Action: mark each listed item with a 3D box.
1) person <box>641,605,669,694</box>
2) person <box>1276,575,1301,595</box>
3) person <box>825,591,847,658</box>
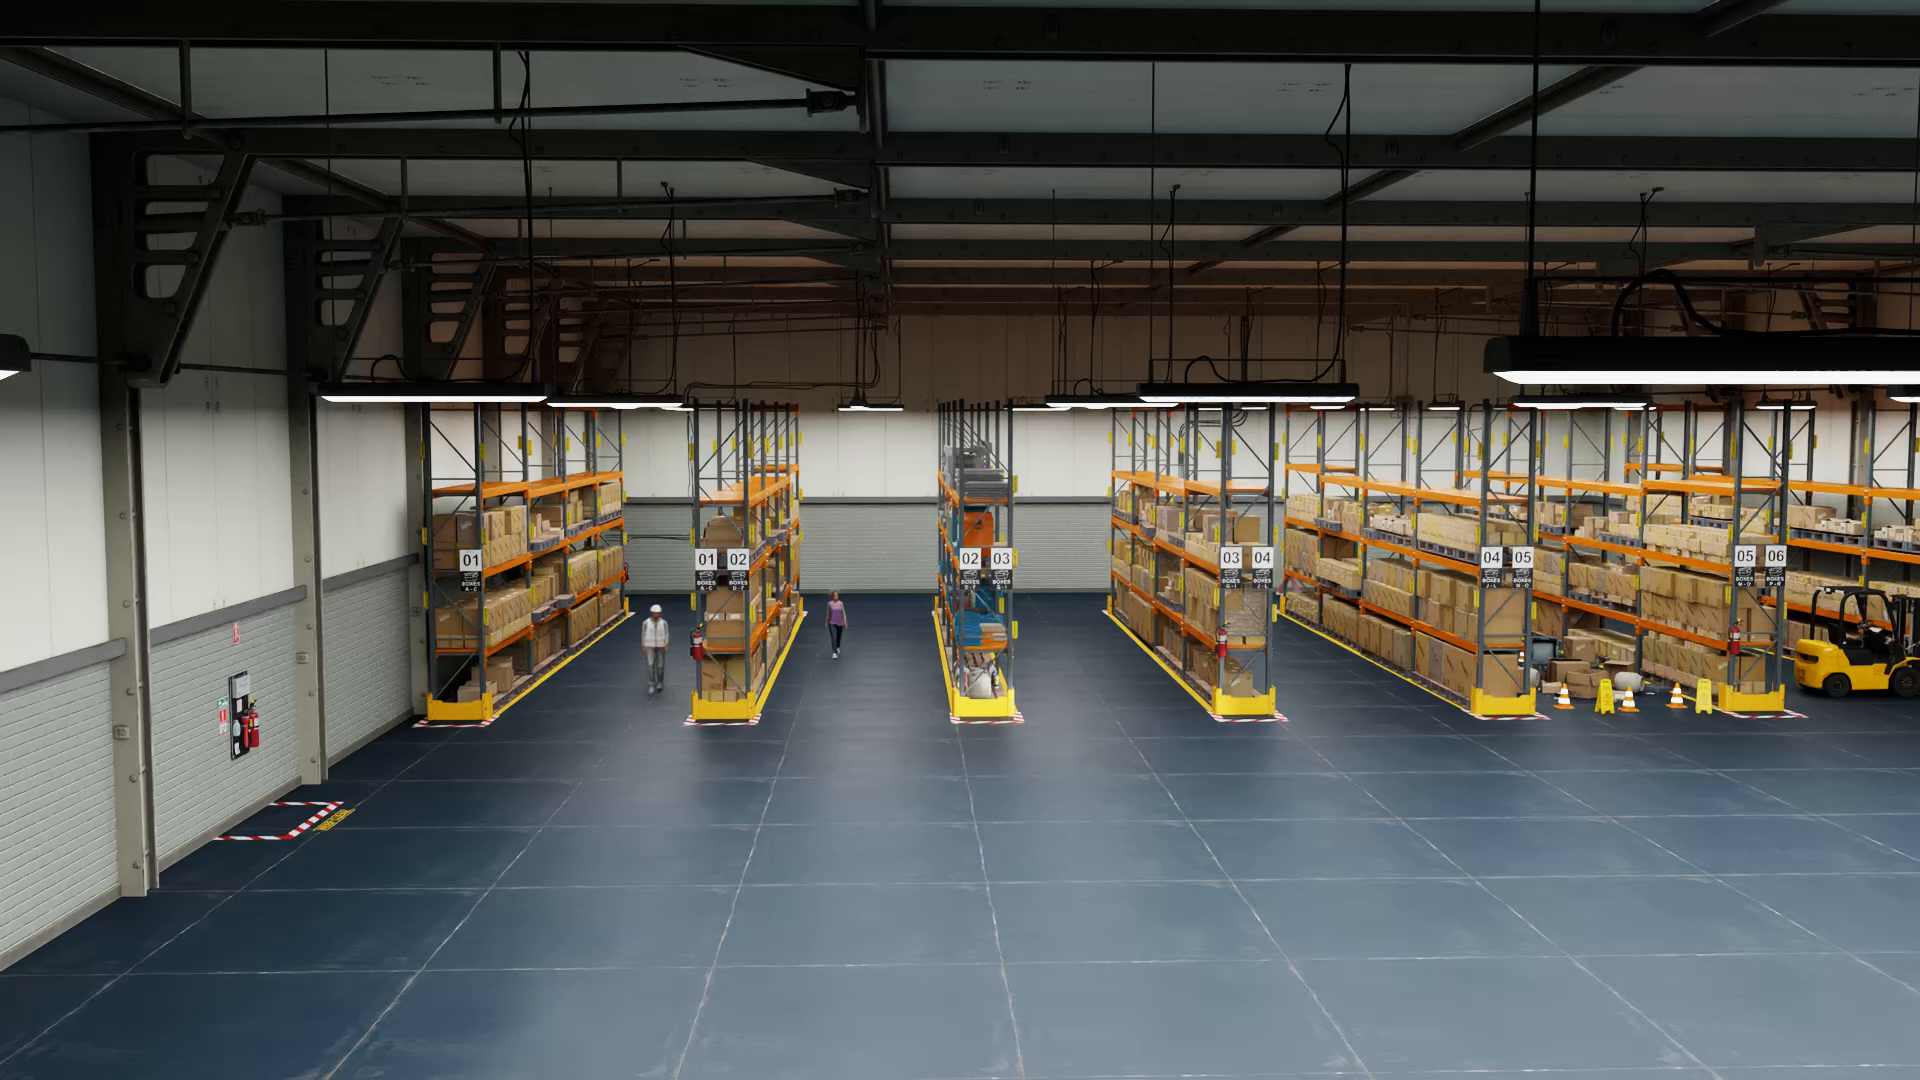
[{"bbox_3d":[-6.272,2.246,34.385,0.562,1.778,0.722,-1,5,-18],"label":"person"},{"bbox_3d":[10.371,0.947,52.064,0.954,1.632,0.469,2,5,24],"label":"person"},{"bbox_3d":[-2.921,1.967,39.136,0.492,1.532,1.009,-1,4,-11],"label":"person"}]
